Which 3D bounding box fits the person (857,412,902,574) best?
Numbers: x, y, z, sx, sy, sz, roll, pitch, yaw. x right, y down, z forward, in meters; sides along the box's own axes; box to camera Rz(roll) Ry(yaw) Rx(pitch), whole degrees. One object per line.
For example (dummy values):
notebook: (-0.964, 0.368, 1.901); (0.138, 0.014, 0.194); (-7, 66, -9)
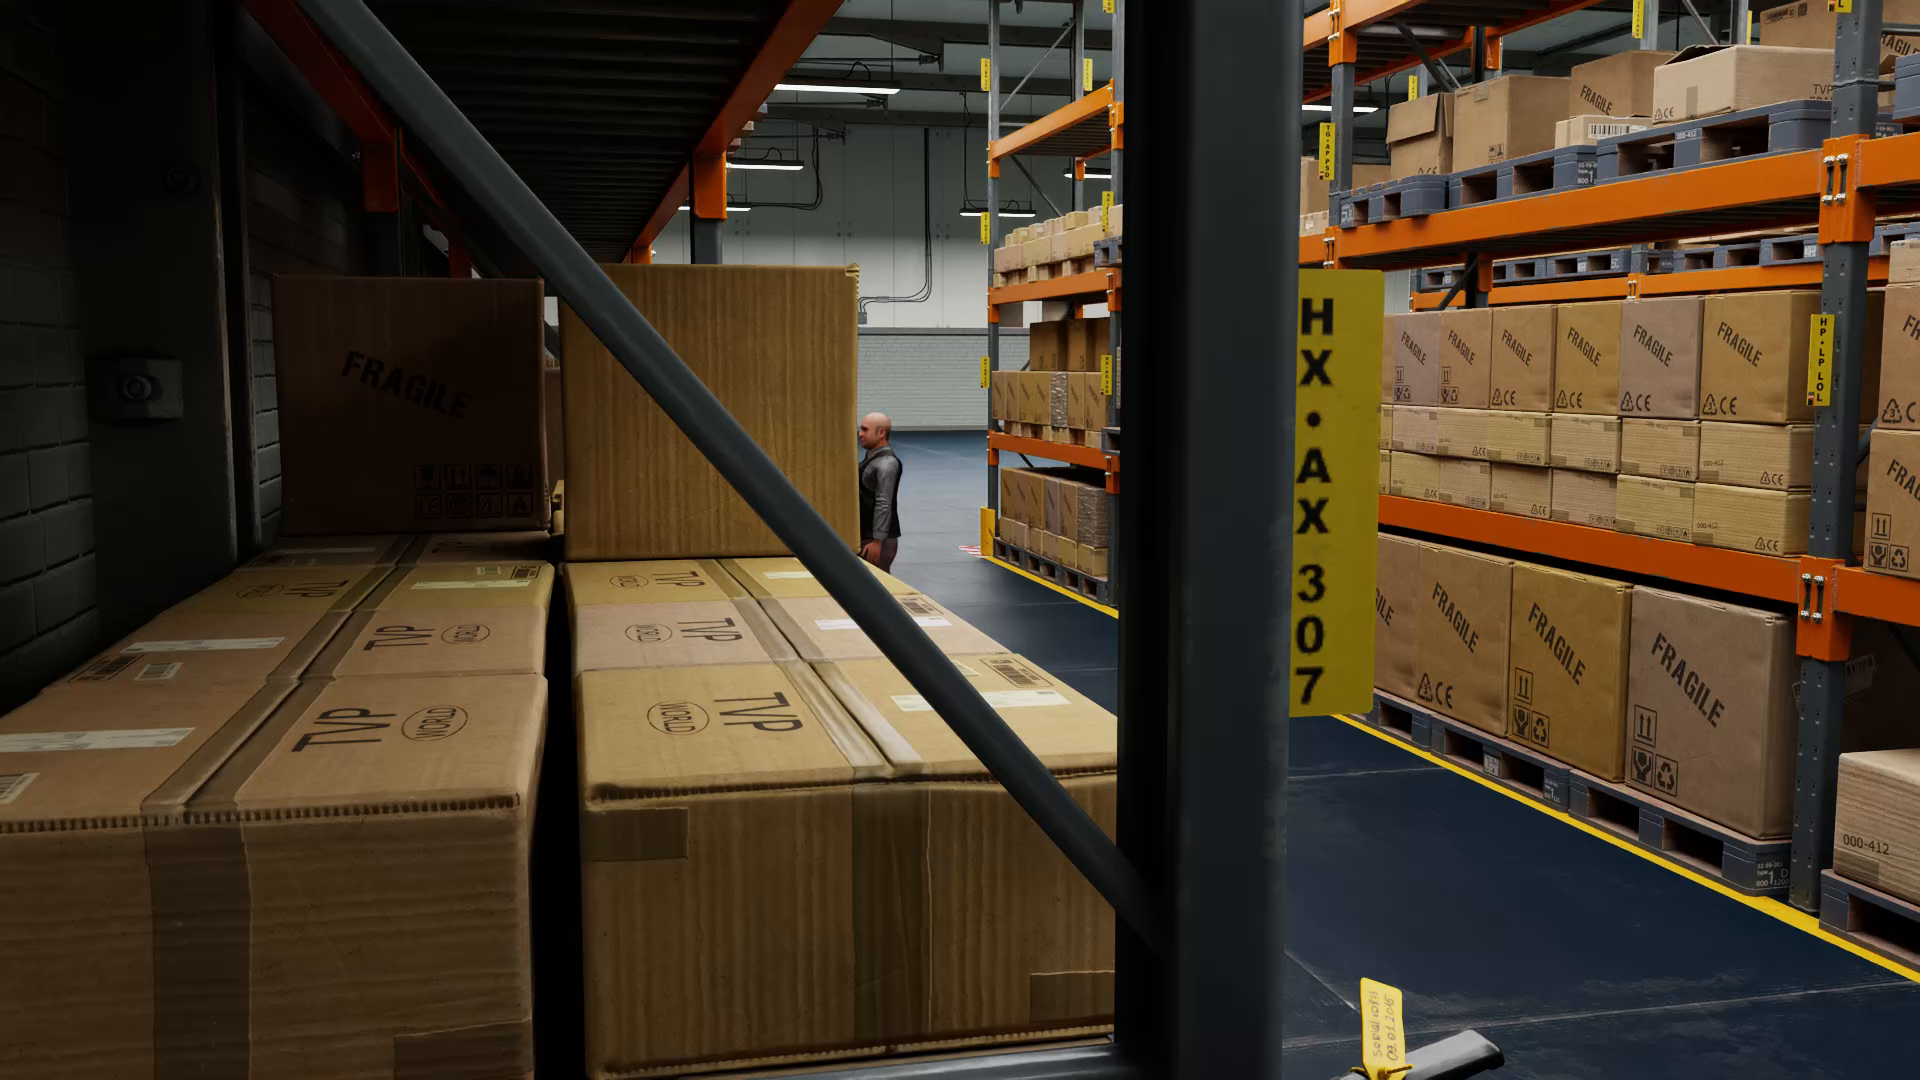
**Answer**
person: (-0.568, 0.023, 10.872); (0.360, 1.715, 0.532); (-1, 6, -12)
